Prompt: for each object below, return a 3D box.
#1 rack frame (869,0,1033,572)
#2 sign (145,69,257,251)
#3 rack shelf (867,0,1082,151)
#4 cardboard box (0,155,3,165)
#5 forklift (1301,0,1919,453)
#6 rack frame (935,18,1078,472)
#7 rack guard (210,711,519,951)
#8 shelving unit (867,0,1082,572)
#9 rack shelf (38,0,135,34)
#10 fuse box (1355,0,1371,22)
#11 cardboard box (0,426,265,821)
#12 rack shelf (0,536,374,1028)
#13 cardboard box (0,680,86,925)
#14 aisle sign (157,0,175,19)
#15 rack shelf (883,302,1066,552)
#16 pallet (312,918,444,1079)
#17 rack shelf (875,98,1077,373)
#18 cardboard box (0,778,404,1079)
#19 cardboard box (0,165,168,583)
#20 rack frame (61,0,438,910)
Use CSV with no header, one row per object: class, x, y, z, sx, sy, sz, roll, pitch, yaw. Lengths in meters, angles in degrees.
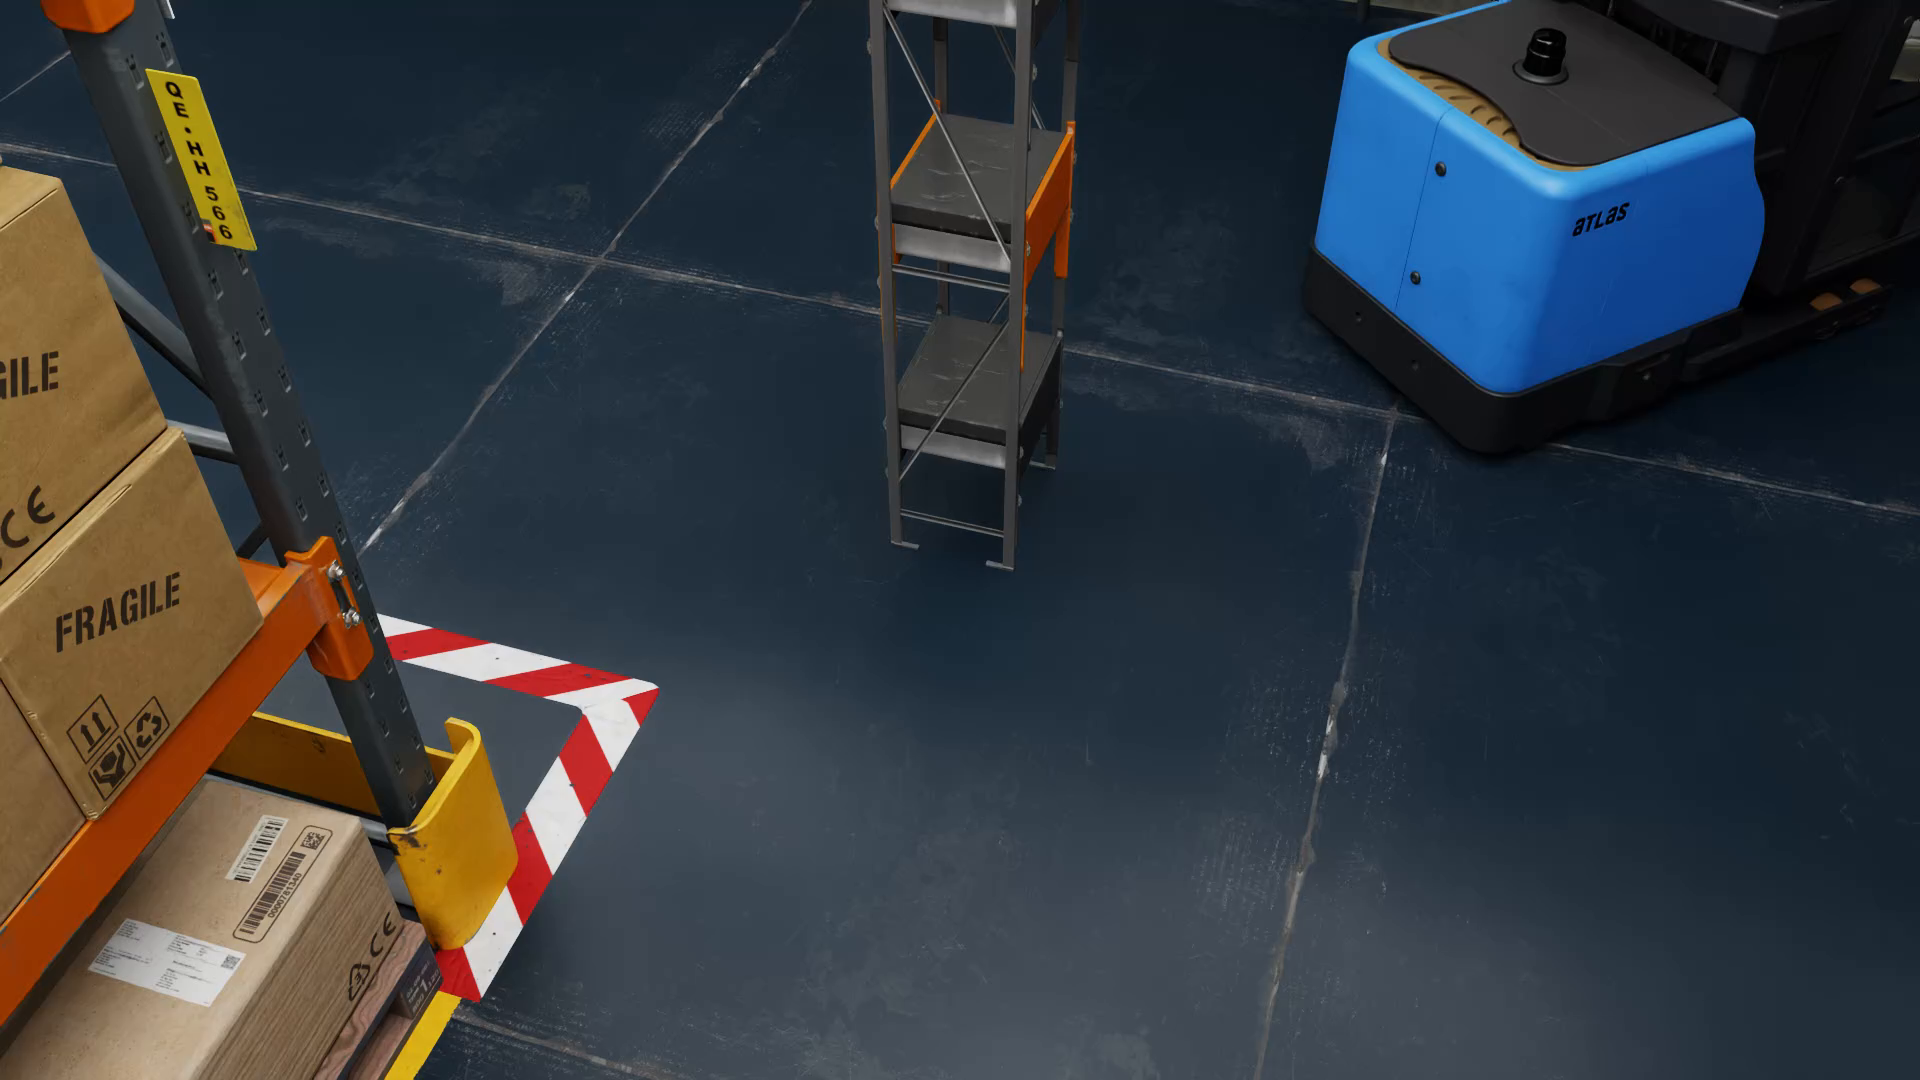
rack frame,-0.024,-0.698,4.462,0.400,2.100,0.015,13,46,13
sign,-1.251,-0.622,2.743,0.100,0.325,0.005,13,46,13
rack shelf,0.050,-1.351,4.148,0.431,0.518,0.480,13,46,13
cardboard box,-1.682,-0.591,2.459,0.380,0.149,0.250,13,46,13
forklift,2.784,-2.074,5.274,3.031,2.935,1.130,-20,48,-20
rack frame,0.124,-1.023,4.795,0.400,2.100,0.015,13,46,13
rack guard,-1.757,0.630,4.249,1.175,0.500,0.348,13,46,13
shelving unit,0.050,-0.861,4.628,0.431,2.100,0.503,13,46,13
rack shelf,-2.370,0.271,1.198,1.077,0.370,4.000,13,46,13
fuse box,1.879,-3.008,7.101,0.539,1.711,0.414,13,46,13
cardboard box,-1.658,0.095,2.937,0.500,0.500,0.500,13,46,13
rack shelf,-2.370,1.343,2.247,1.077,0.370,4.000,13,46,13
cardboard box,-1.824,0.426,2.599,0.500,0.500,0.500,12,46,12
aisle sign,-1.447,-1.159,2.431,0.394,0.787,0.004,13,46,13
rack shelf,0.050,-0.351,5.127,0.431,0.518,0.480,13,46,13
pallet,-1.932,1.299,3.772,1.003,0.211,1.213,13,46,13
rack shelf,0.050,-0.851,4.638,0.431,0.518,0.480,13,46,13
cardboard box,-1.869,0.980,3.636,0.875,0.438,0.875,11,45,11
cardboard box,-1.683,-0.269,2.593,0.500,0.500,0.500,14,46,14
rack frame,-1.764,-0.247,3.358,1.000,3.000,0.127,13,46,13
